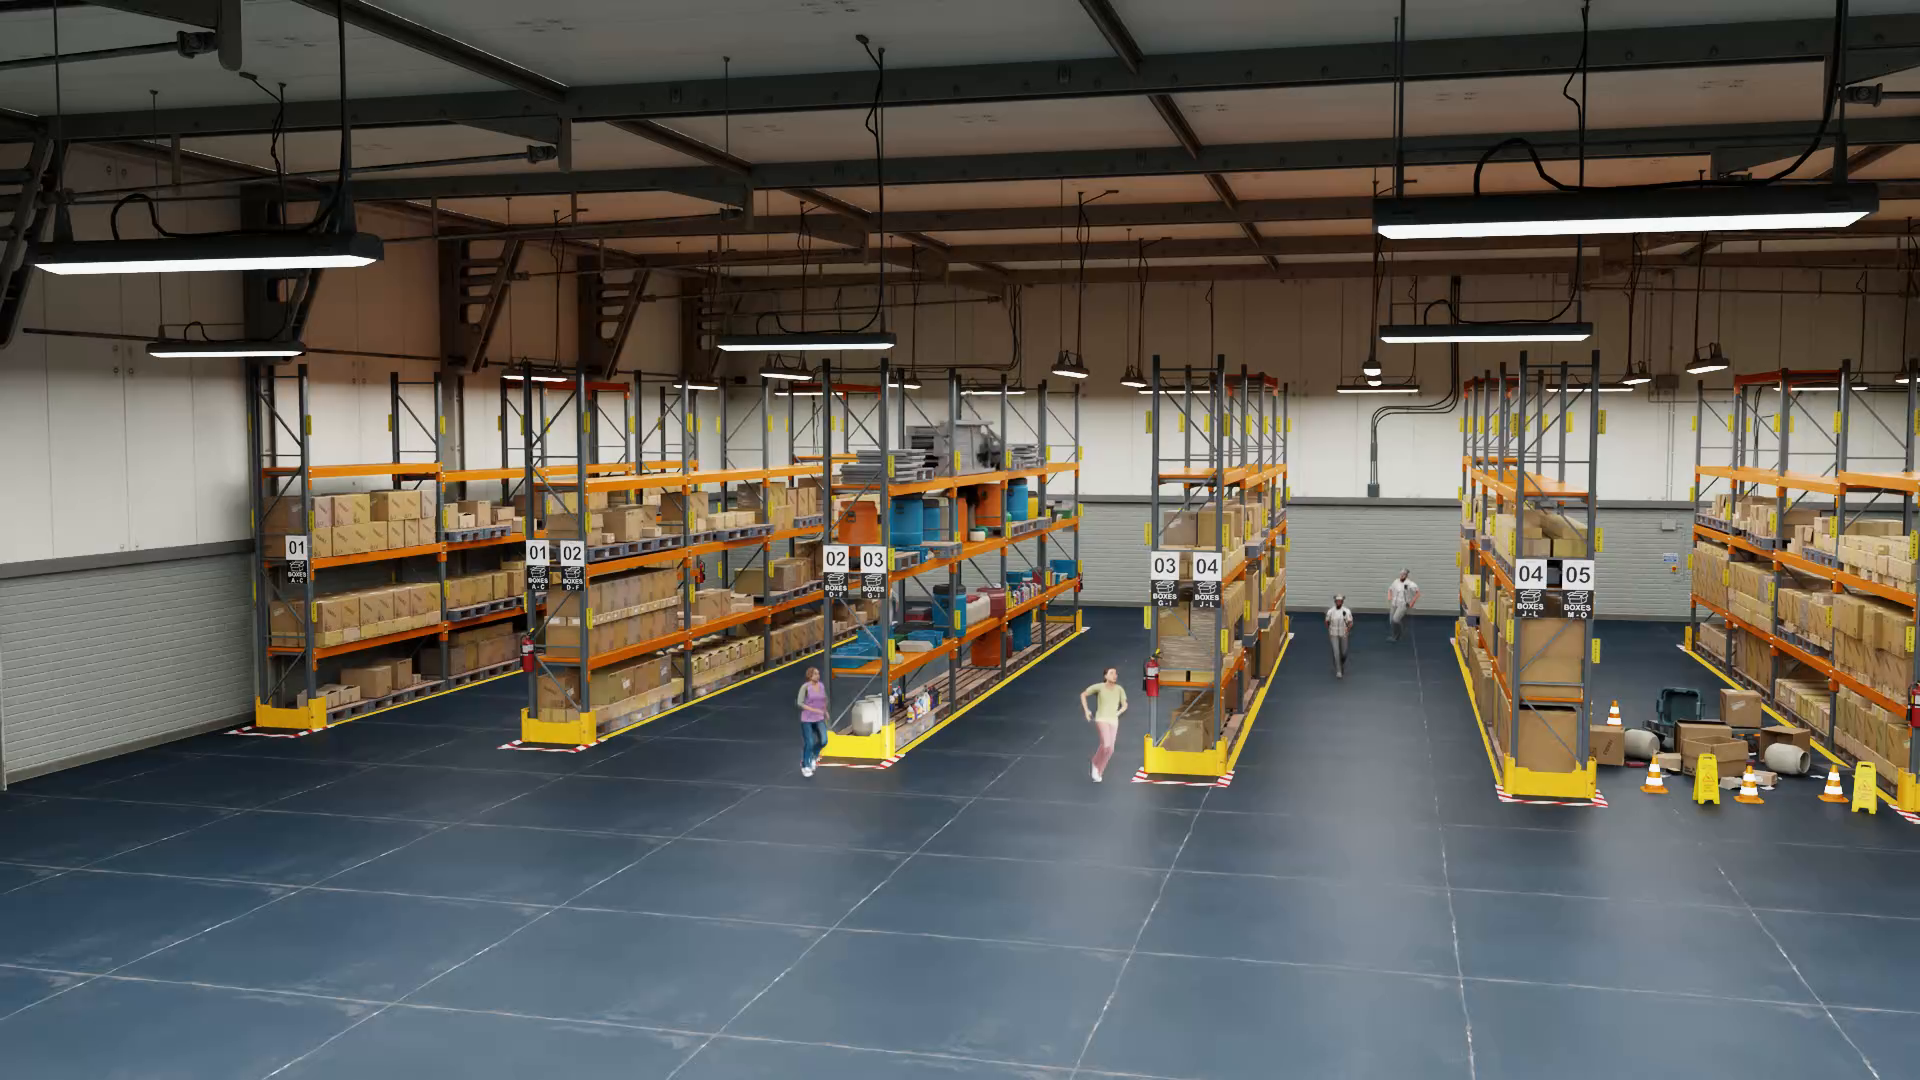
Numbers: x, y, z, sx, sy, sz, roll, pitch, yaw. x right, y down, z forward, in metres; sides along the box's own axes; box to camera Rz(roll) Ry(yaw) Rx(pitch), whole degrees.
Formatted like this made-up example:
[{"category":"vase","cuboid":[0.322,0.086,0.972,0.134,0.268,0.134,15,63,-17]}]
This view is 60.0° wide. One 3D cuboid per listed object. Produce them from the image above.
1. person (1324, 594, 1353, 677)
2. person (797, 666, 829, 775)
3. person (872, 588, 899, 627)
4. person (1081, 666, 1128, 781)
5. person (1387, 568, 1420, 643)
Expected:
[{"category":"person","cuboid":[7.554,1.887,33.186,0.562,1.655,0.581,1,4,14]},{"category":"person","cuboid":[-2.058,2.586,23.715,0.573,1.570,0.563,-3,5,-33]},{"category":"person","cuboid":[-1.647,1.664,36.711,0.576,1.615,0.773,1,4,8]},{"category":"person","cuboid":[2.084,2.580,23.337,0.602,1.626,0.577,-2,4,-23]},{"category":"person","cuboid":[10.143,1.510,38.271,0.634,1.763,0.726,-3,5,-41]}]
